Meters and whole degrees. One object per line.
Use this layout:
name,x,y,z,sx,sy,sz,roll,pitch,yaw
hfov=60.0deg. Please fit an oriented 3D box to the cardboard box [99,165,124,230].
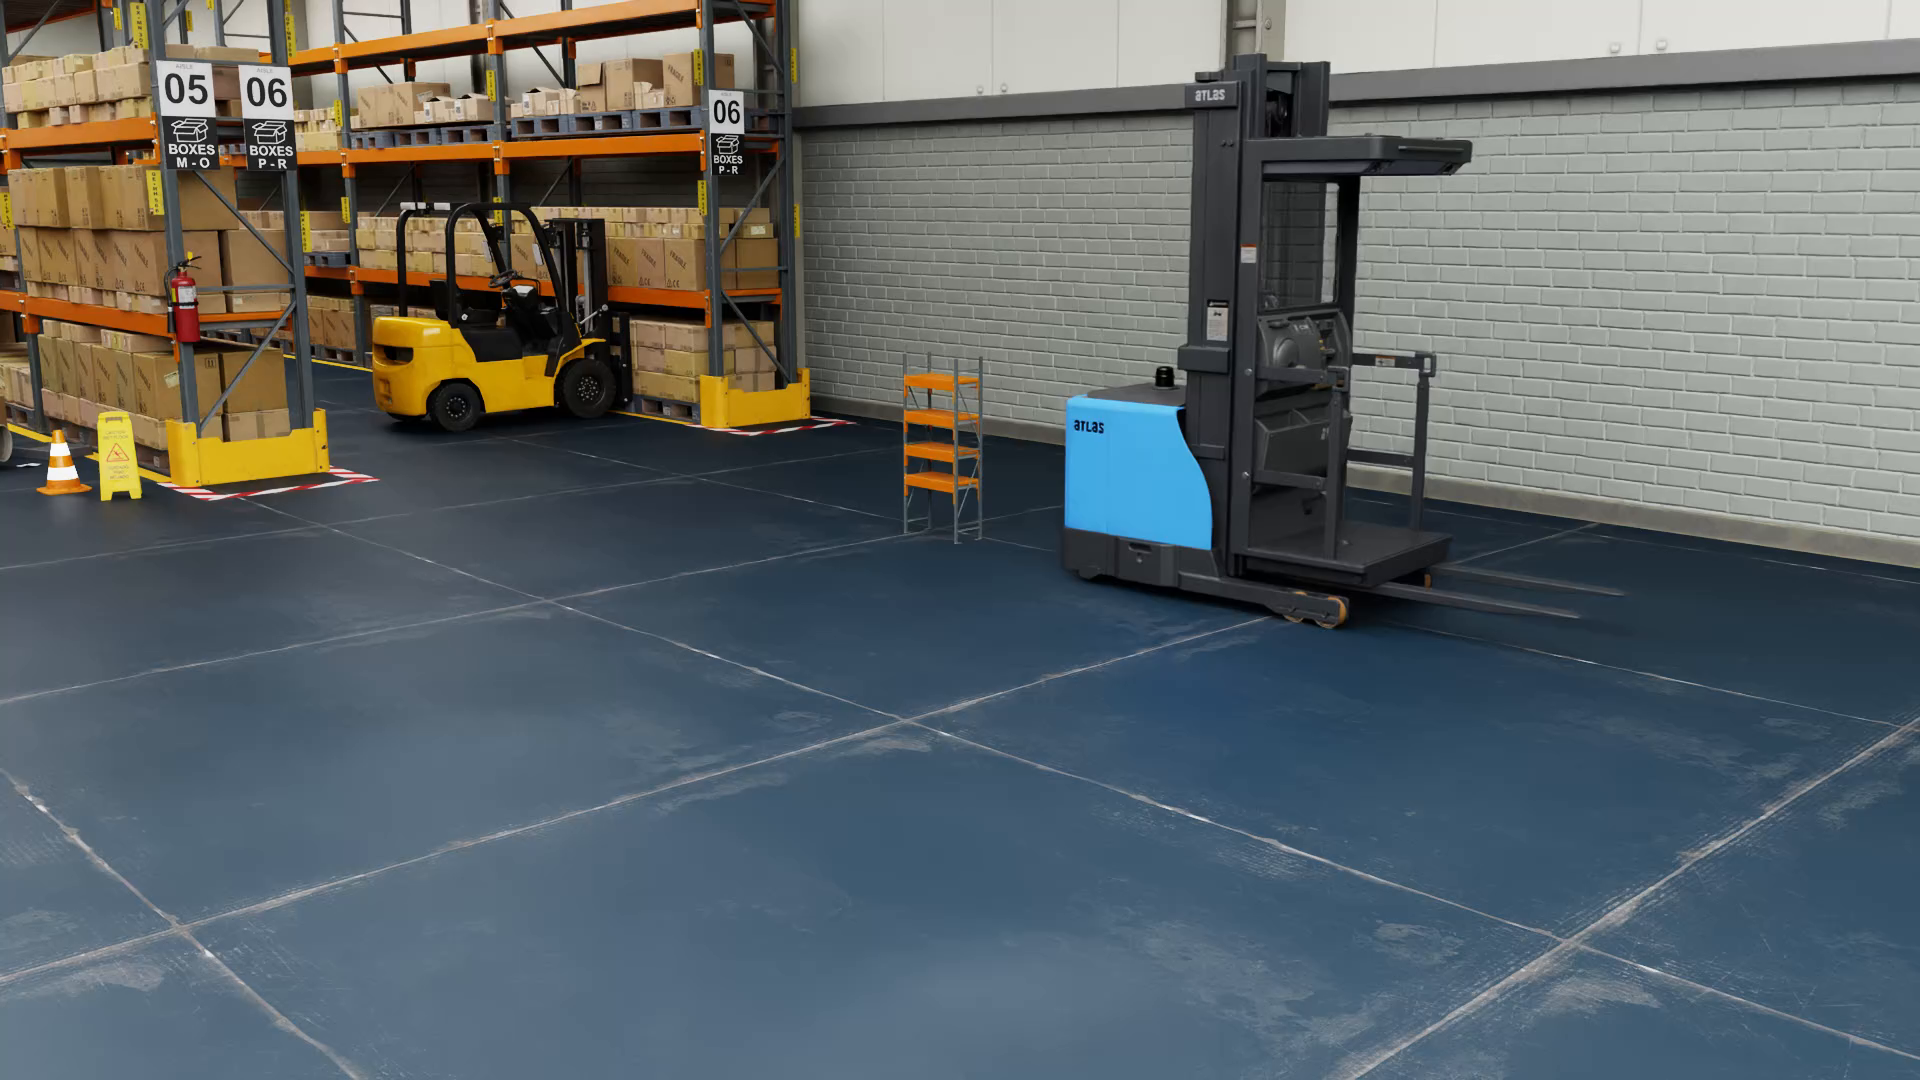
cardboard box,-6.498,-2.771,13.466,0.700,0.500,0.500,-11,16,-42

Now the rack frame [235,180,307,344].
rack frame,-10.342,-4.411,24.889,1.000,3.000,0.127,-11,16,-43

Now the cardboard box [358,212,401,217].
cardboard box,-7.822,-4.179,22.474,0.500,0.500,0.500,-10,15,-40

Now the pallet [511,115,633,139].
pallet,-4.210,-4.549,18.342,1.003,0.211,1.213,-11,16,-43

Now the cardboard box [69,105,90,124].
cardboard box,-7.184,-3.545,13.873,0.380,0.149,0.250,-11,16,-43

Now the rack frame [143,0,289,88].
rack frame,-5.643,-4.906,12.424,1.000,3.000,0.127,-11,16,-43

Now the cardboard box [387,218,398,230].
cardboard box,-7.002,-3.998,21.026,0.380,0.149,0.250,-11,16,-42

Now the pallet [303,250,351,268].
pallet,-8.099,-3.823,22.508,1.213,0.211,1.003,-11,16,-43

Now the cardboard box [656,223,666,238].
cardboard box,-2.830,-3.118,16.756,0.380,0.149,0.250,-11,16,-42

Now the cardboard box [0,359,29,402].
cardboard box,-9.268,-1.651,16.962,0.950,0.372,0.625,-10,15,-39

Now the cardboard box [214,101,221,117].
cardboard box,-5.883,-3.433,13.332,0.250,0.149,0.380,11,16,43

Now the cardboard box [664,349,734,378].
cardboard box,-2.618,-1.791,16.707,0.500,0.250,0.500,-11,16,-43

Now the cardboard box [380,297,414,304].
cardboard box,-7.715,-3.246,22.781,0.380,0.149,0.250,-10,15,-40

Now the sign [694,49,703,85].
sign,-2.457,-4.450,15.648,0.100,0.325,0.005,-11,16,-43

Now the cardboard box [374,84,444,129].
cardboard box,-6.835,-5.401,20.723,0.700,0.500,0.500,-11,16,-44

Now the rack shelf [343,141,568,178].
rack shelf,-6.199,-4.652,20.409,1.077,0.370,4.000,-11,16,-43

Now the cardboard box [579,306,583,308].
cardboard box,-4.338,-2.548,19.139,0.500,0.250,0.500,-10,16,-41

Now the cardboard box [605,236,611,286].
cardboard box,-3.646,-2.968,17.635,0.500,0.500,0.500,-11,16,-42

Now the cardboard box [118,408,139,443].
cardboard box,-6.748,-0.984,14.027,0.500,0.250,0.500,-11,16,-42

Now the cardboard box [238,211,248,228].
cardboard box,-10.170,-4.564,24.343,0.700,0.500,0.500,-10,16,-41

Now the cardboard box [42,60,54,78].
cardboard box,-7.677,-4.052,14.357,0.250,0.149,0.380,11,16,43

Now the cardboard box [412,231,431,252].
cardboard box,-6.386,-3.677,20.458,0.500,0.250,0.500,-11,16,-42

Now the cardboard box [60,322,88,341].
cardboard box,-7.794,-1.870,14.864,0.380,0.149,0.250,-10,15,-40

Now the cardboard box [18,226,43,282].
cardboard box,-8.303,-2.643,15.322,0.500,0.500,0.500,-11,16,-43

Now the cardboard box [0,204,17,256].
cardboard box,-8.890,-2.987,15.952,0.500,0.500,0.500,-11,16,-44

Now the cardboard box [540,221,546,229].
cardboard box,-4.408,-3.456,18.395,0.380,0.149,0.250,-11,16,-43

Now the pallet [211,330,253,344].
pallet,-10.816,-3.146,25.658,1.003,0.211,1.213,-11,16,-43

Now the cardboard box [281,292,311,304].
cardboard box,-9.510,-3.476,23.895,0.380,0.149,0.250,-11,16,-43

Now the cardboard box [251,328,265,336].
cardboard box,-10.171,-3.291,24.604,0.500,0.500,0.500,-10,15,-40

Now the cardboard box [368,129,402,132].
cardboard box,-7.660,-5.505,22.148,0.380,0.149,0.250,-11,16,-42

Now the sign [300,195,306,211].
sign,-9.943,-5.056,25.151,0.100,0.325,0.005,-11,16,-43

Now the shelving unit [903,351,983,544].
shelving unit,-0.114,-0.612,10.908,0.258,1.200,0.503,-11,16,-43

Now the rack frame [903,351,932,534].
rack frame,-0.283,-0.647,11.080,0.240,1.200,0.015,-11,16,-43

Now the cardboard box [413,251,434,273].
cardboard box,-6.389,-3.431,20.503,0.500,0.250,0.500,-10,15,-41

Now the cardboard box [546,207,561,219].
cardboard box,-4.280,-3.555,18.140,0.380,0.149,0.250,-10,16,-41

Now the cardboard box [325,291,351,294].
cardboard box,-8.955,-3.514,24.080,0.380,0.149,0.250,-11,16,-42

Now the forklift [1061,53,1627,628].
forklift,2.045,-1.094,8.956,3.031,2.935,1.130,10,15,40

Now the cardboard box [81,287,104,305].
cardboard box,-7.349,-2.117,14.376,0.380,0.149,0.250,-11,16,-43

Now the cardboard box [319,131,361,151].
cardboard box,-8.110,-5.264,21.968,0.500,0.250,0.500,11,16,43

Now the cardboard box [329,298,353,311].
cardboard box,-8.315,-3.199,22.551,0.250,0.149,0.380,11,16,42

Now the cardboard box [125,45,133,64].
cardboard box,-6.240,-3.756,12.920,0.380,0.149,0.250,-11,16,-42

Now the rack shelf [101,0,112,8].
rack shelf,-7.024,-4.844,13.913,1.077,0.370,4.000,-11,16,-43

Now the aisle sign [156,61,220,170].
aisle sign,-5.810,-3.192,12.527,0.394,0.787,0.004,-11,16,-43

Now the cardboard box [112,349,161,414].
cardboard box,-6.748,-1.350,13.947,0.500,0.500,0.500,-10,15,-40

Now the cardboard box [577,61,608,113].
cardboard box,-3.549,-4.719,17.406,0.797,0.503,0.637,-10,15,-41

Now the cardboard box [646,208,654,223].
cardboard box,-2.966,-3.308,16.942,0.380,0.149,0.250,-11,16,-42

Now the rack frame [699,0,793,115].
rack frame,-2.055,-5.598,15.784,1.000,3.000,0.127,-11,16,-43

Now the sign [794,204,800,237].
sign,-1.650,-3.199,16.665,0.100,0.325,0.005,-11,16,-43

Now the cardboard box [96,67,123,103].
cardboard box,-6.528,-3.622,13.258,0.500,0.250,0.500,-11,16,-43

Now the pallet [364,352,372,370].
pallet,-7.040,-2.336,21.728,1.003,0.211,1.213,-11,16,-43

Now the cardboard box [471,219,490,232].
cardboard box,-5.536,-3.708,19.618,0.380,0.149,0.250,-11,16,-43
